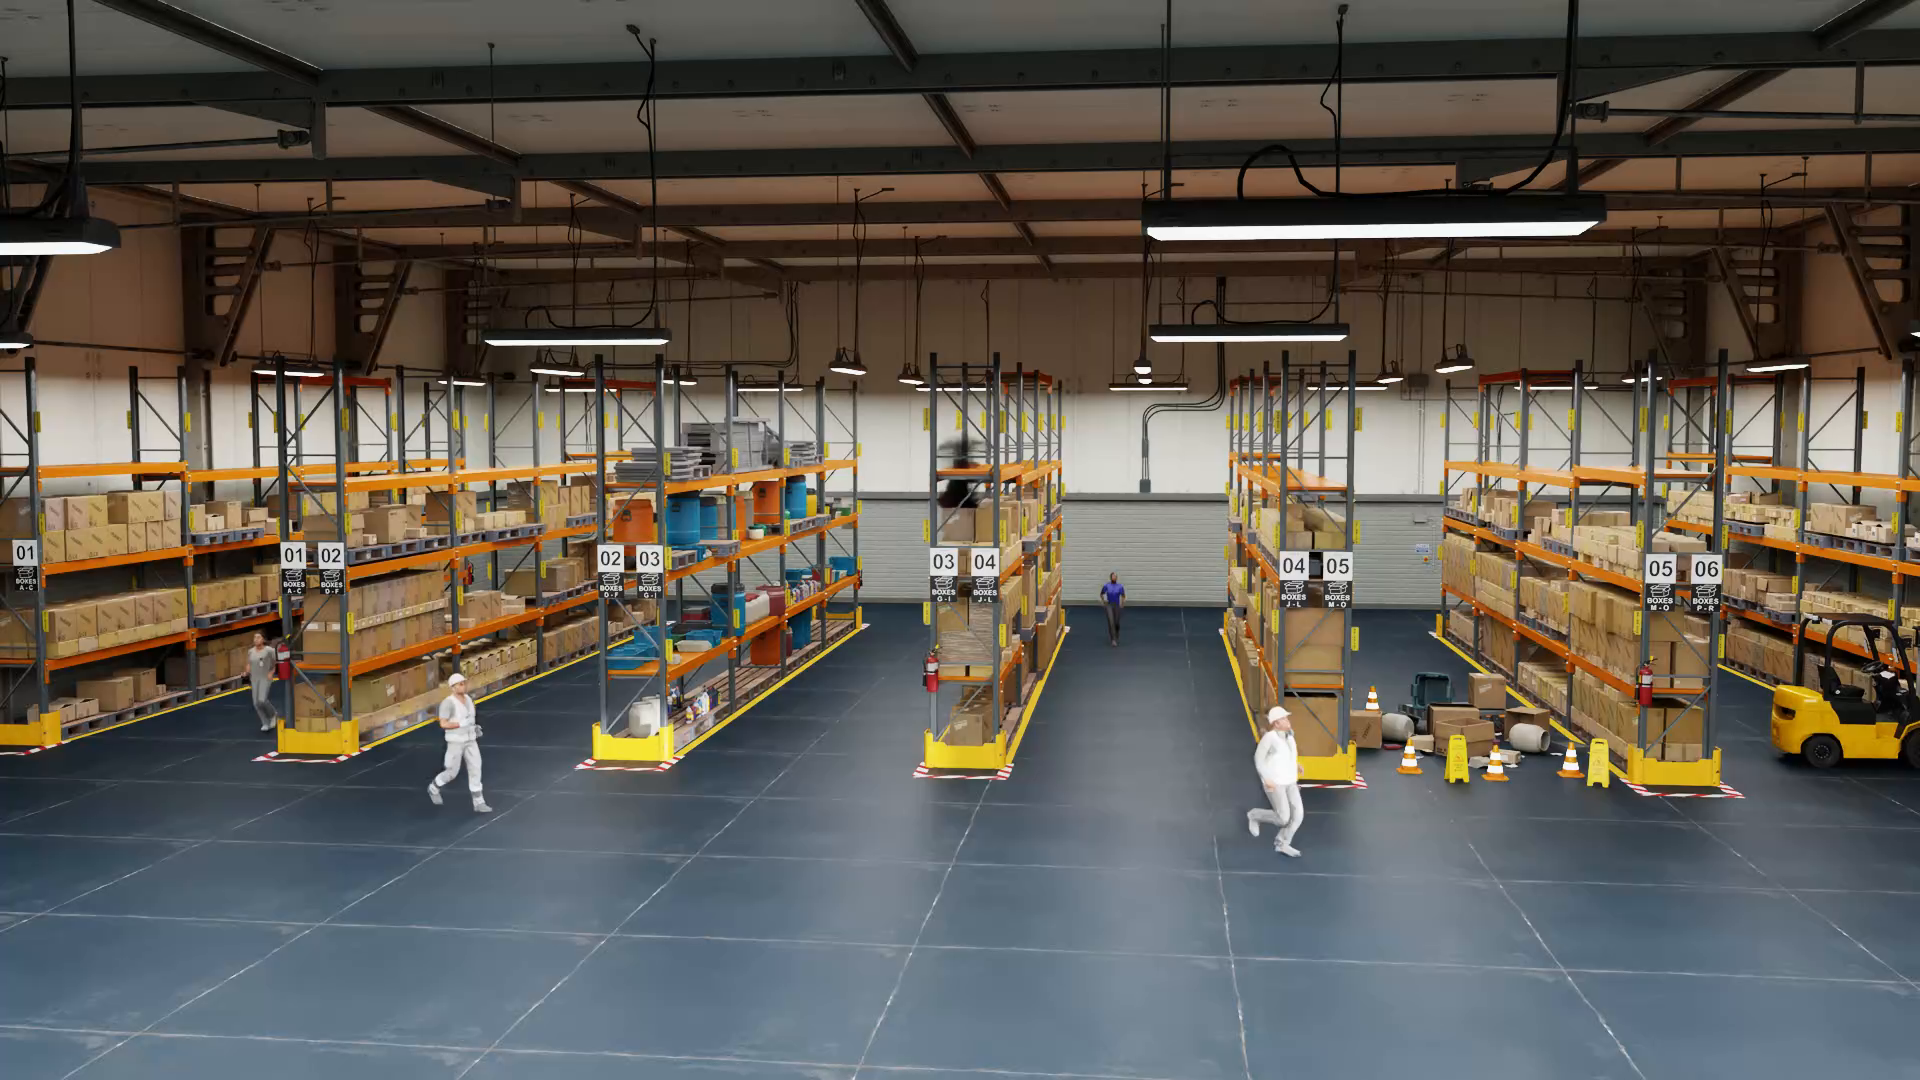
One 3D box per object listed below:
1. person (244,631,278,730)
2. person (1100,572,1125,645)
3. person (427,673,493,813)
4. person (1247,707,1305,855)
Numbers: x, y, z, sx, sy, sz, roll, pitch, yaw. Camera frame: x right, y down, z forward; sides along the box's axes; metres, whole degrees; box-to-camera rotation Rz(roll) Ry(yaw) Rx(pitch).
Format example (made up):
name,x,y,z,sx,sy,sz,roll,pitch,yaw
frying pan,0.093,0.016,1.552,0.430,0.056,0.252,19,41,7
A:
name,x,y,z,sx,sy,sz,roll,pitch,yaw
person,-11.299,2.281,26.865,0.539,1.626,0.541,0,4,5
person,3.448,1.545,37.635,0.579,1.637,0.645,0,4,0
person,-6.397,2.586,21.271,0.993,1.766,0.662,2,5,29
person,3.690,2.784,19.324,0.662,1.708,0.627,-4,5,-42
